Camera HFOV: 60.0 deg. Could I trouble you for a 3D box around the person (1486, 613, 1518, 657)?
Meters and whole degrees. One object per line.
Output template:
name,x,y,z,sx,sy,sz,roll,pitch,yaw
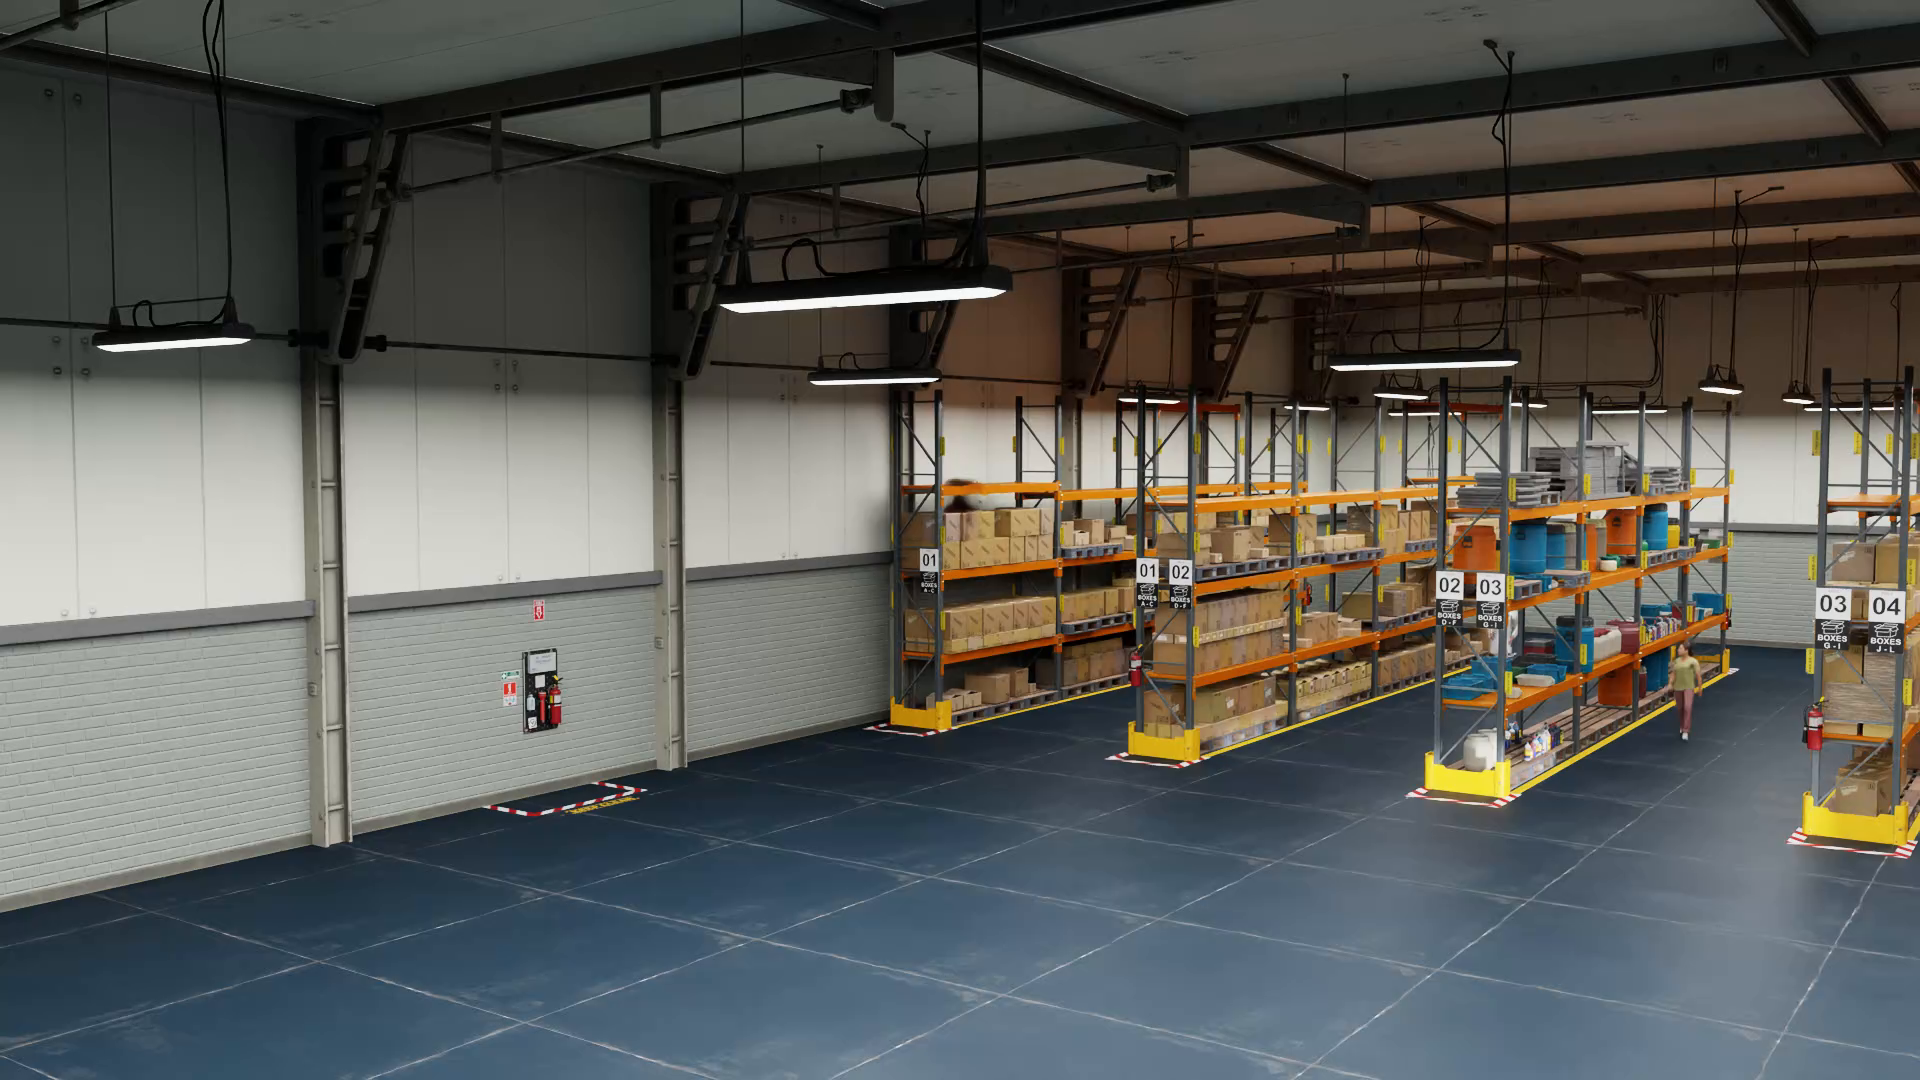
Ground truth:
person,11.444,2.165,35.015,0.717,1.756,0.807,1,3,17

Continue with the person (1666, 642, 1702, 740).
person,12.378,2.557,28.445,0.546,1.618,0.960,2,4,35
